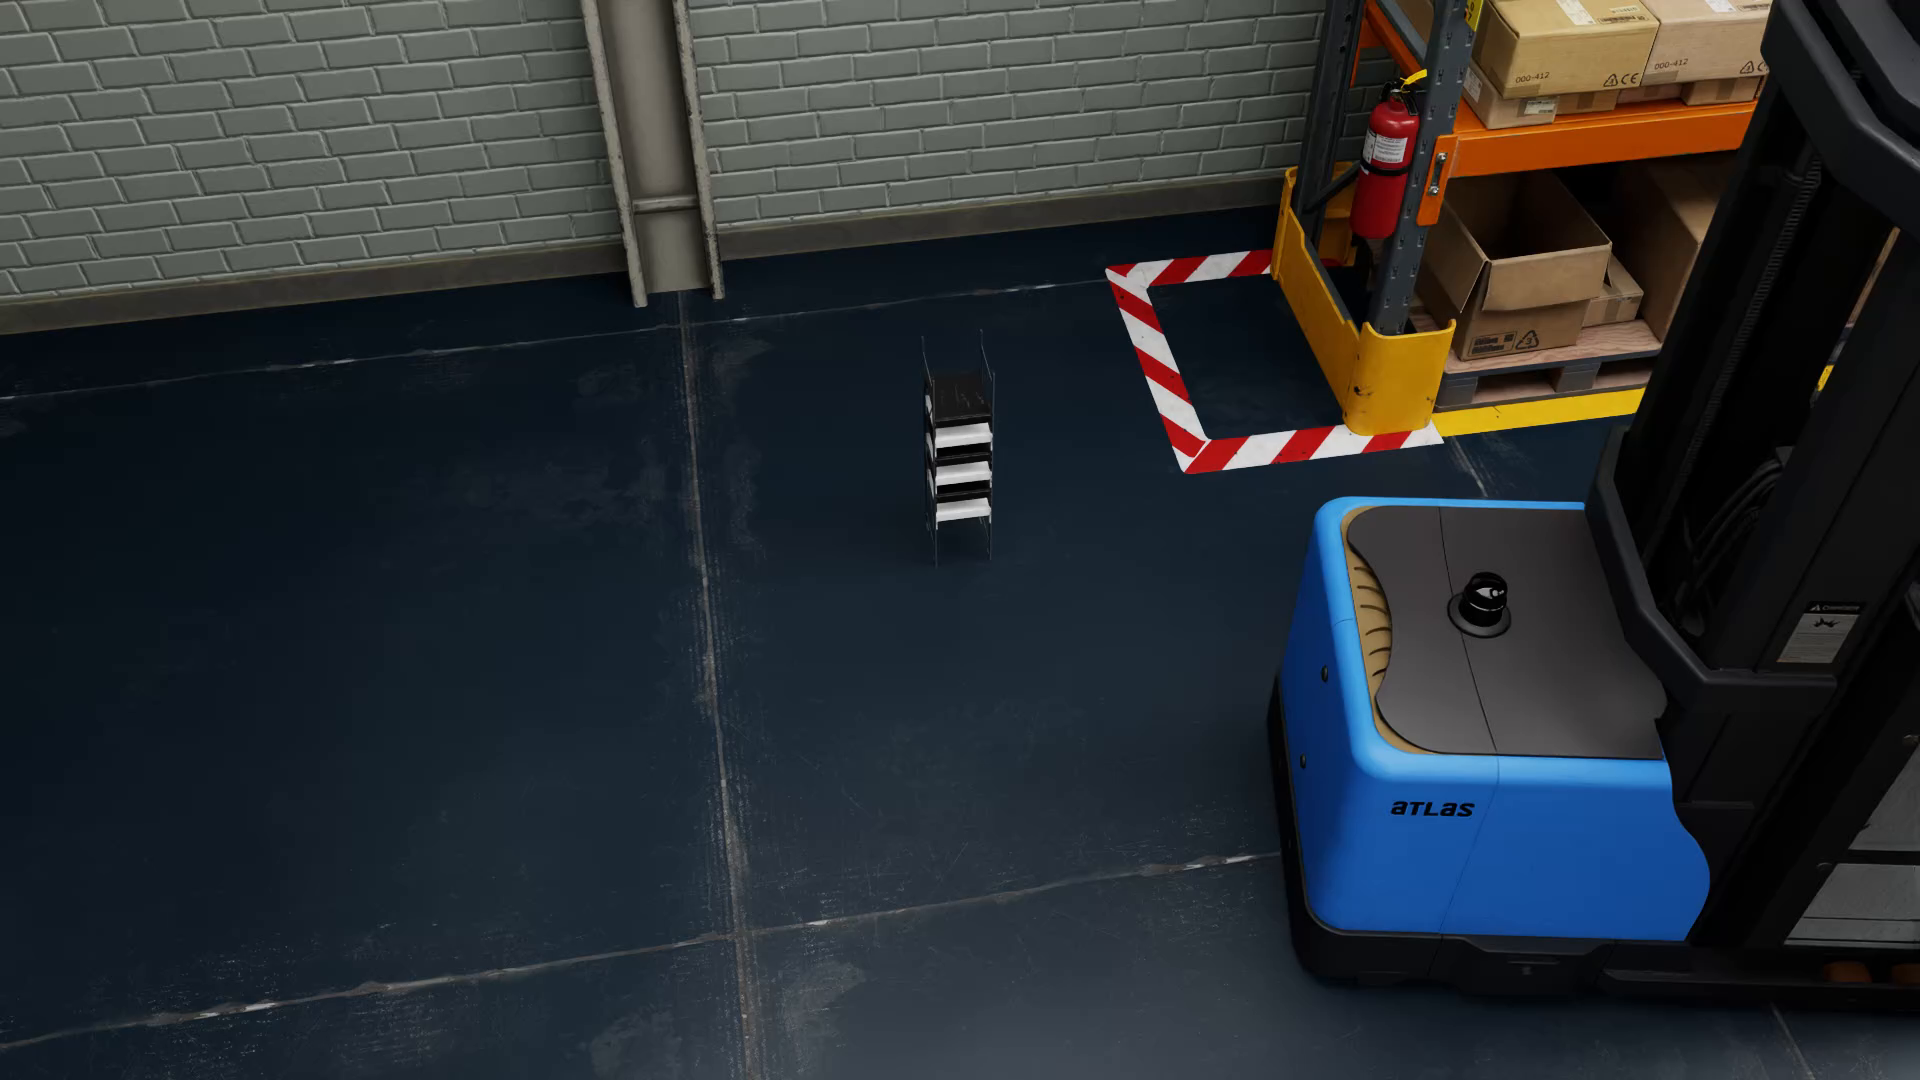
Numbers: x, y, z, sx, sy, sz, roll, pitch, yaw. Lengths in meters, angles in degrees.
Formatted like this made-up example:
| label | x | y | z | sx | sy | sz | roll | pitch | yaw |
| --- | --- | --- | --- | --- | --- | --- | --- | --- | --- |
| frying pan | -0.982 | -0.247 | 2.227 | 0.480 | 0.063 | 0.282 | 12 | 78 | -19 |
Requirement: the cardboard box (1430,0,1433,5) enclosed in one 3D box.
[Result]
| label | x | y | z | sx | sy | sz | roll | pitch | yaw |
| --- | --- | --- | --- | --- | --- | --- | --- | --- | --- |
| cardboard box | 1.971 | -2.172 | 6.157 | 0.500 | 0.250 | 0.500 | -6 | 46 | -6 |

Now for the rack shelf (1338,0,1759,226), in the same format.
| label | x | y | z | sx | sy | sz | roll | pitch | yaw |
| --- | --- | --- | --- | --- | --- | --- | --- | --- | --- |
| rack shelf | 3.534 | -1.871 | 6.470 | 4.000 | 0.370 | 1.077 | -7 | 46 | -7 |

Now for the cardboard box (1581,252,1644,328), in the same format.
| label | x | y | z | sx | sy | sz | roll | pitch | yaw |
| --- | --- | --- | --- | --- | --- | --- | --- | --- | --- |
| cardboard box | 2.607 | -1.065 | 6.881 | 0.250 | 0.149 | 0.380 | -9 | 47 | -8 |

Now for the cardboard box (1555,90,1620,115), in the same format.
| label | x | y | z | sx | sy | sz | roll | pitch | yaw |
| --- | --- | --- | --- | --- | --- | --- | --- | --- | --- |
| cardboard box | 2.177 | -1.698 | 5.978 | 0.250 | 0.149 | 0.380 | -6 | 46 | -6 |

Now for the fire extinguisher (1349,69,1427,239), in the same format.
| label | x | y | z | sx | sy | sz | roll | pitch | yaw |
| --- | --- | --- | --- | --- | --- | --- | --- | --- | --- |
| fire extinguisher | 1.497 | -1.373 | 5.803 | 0.183 | 0.674 | 0.296 | -7 | 46 | -7 |

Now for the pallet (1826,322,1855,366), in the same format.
| label | x | y | z | sx | sy | sz | roll | pitch | yaw |
| --- | --- | --- | --- | --- | --- | --- | --- | --- | --- |
| pallet | 3.623 | -1.163 | 7.224 | 1.213 | 0.211 | 1.003 | -7 | 46 | -7 |

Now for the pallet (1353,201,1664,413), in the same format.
| label | x | y | z | sx | sy | sz | roll | pitch | yaw |
| --- | --- | --- | --- | --- | --- | --- | --- | --- | --- |
| pallet | 2.424 | -1.016 | 7.082 | 1.213 | 0.211 | 1.003 | -7 | 46 | -7 |

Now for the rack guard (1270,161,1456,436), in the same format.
| label | x | y | z | sx | sy | sz | roll | pitch | yaw |
| --- | --- | --- | --- | --- | --- | --- | --- | --- | --- |
| rack guard | 1.638 | -1.018 | 6.883 | 0.348 | 0.500 | 1.175 | -7 | 46 | -7 |

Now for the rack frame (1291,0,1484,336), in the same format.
| label | x | y | z | sx | sy | sz | roll | pitch | yaw |
| --- | --- | --- | --- | --- | --- | --- | --- | --- | --- |
| rack frame | 1.563 | -1.876 | 5.974 | 0.127 | 3.000 | 1.000 | -7 | 46 | -7 |

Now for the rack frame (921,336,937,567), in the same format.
| label | x | y | z | sx | sy | sz | roll | pitch | yaw |
| --- | --- | --- | --- | --- | --- | --- | --- | --- | --- |
| rack frame | -0.108 | -0.299 | 5.913 | 0.006 | 0.900 | 0.240 | -7 | 46 | -7 |

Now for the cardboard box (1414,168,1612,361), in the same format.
| label | x | y | z | sx | sy | sz | roll | pitch | yaw |
| --- | --- | --- | --- | --- | --- | --- | --- | --- | --- |
| cardboard box | 2.182 | -1.163 | 6.729 | 0.637 | 0.503 | 0.797 | -9 | 47 | -8 |

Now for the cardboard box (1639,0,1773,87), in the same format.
| label | x | y | z | sx | sy | sz | roll | pitch | yaw |
| --- | --- | --- | --- | --- | --- | --- | --- | --- | --- |
| cardboard box | 2.553 | -1.853 | 5.850 | 0.500 | 0.250 | 0.500 | -7 | 46 | -6 |

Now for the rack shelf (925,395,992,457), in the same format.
| label | x | y | z | sx | sy | sz | roll | pitch | yaw |
| --- | --- | --- | --- | --- | --- | --- | --- | --- | --- |
| rack shelf | -0.008 | -0.413 | 5.819 | 0.200 | 0.077 | 0.258 | -7 | 46 | -7 |

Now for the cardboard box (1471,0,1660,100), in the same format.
| label | x | y | z | sx | sy | sz | roll | pitch | yaw |
| --- | --- | --- | --- | --- | --- | --- | --- | --- | --- |
| cardboard box | 2.056 | -1.791 | 5.790 | 0.500 | 0.250 | 0.500 | -7 | 46 | -7 |

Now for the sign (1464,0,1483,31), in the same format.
| label | x | y | z | sx | sy | sz | roll | pitch | yaw |
| --- | --- | --- | --- | --- | --- | --- | --- | --- | --- |
| sign | 1.656 | -1.791 | 5.291 | 0.005 | 0.325 | 0.100 | -7 | 46 | -7 |

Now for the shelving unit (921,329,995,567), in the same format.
| label | x | y | z | sx | sy | sz | roll | pitch | yaw |
| --- | --- | --- | --- | --- | --- | --- | --- | --- | --- |
| shelving unit | -0.008 | -0.311 | 5.925 | 0.210 | 0.900 | 0.258 | -7 | 46 | -7 |

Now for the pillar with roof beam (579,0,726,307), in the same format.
| label | x | y | z | sx | sy | sz | roll | pitch | yaw |
| --- | --- | --- | --- | --- | --- | --- | --- | --- | --- |
| pillar with roof beam | -0.513 | -1.211 | 1.168 | 0.400 | 9.000 | 9.100 | -7 | 46 | -7 |

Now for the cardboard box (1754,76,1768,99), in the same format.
| label | x | y | z | sx | sy | sz | roll | pitch | yaw |
| --- | --- | --- | --- | --- | --- | --- | --- | --- | --- |
| cardboard box | 2.950 | -1.779 | 6.056 | 0.250 | 0.149 | 0.380 | -6 | 46 | -6 |

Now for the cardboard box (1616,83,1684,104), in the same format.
| label | x | y | z | sx | sy | sz | roll | pitch | yaw |
| --- | --- | --- | --- | --- | --- | --- | --- | --- | --- |
| cardboard box | 2.430 | -1.755 | 6.032 | 0.250 | 0.149 | 0.380 | -8 | 47 | -7 |

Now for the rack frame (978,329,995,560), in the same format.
| label | x | y | z | sx | sy | sz | roll | pitch | yaw |
| --- | --- | --- | --- | --- | --- | --- | --- | --- | --- |
| rack frame | 0.092 | -0.324 | 5.937 | 0.006 | 0.900 | 0.240 | -7 | 46 | -7 |

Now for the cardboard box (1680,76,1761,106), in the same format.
| label | x | y | z | sx | sy | sz | roll | pitch | yaw |
| --- | --- | --- | --- | --- | --- | --- | --- | --- | --- |
| cardboard box | 2.689 | -1.743 | 6.020 | 0.250 | 0.149 | 0.380 | -6 | 46 | -6 |

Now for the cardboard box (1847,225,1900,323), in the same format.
| label | x | y | z | sx | sy | sz | roll | pitch | yaw |
| --- | --- | --- | --- | --- | --- | --- | --- | --- | --- |
| cardboard box | 3.569 | -1.233 | 6.799 | 0.500 | 0.500 | 0.500 | -6 | 46 | -6 |

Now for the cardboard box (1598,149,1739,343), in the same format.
| label | x | y | z | sx | sy | sz | roll | pitch | yaw |
| --- | --- | --- | --- | --- | --- | --- | --- | --- | --- |
| cardboard box | 3.031 | -1.239 | 6.805 | 0.500 | 0.500 | 0.700 | -5 | 46 | -5 |

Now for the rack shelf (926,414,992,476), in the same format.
| label | x | y | z | sx | sy | sz | roll | pitch | yaw |
| --- | --- | --- | --- | --- | --- | --- | --- | --- | --- |
| rack shelf | -0.008 | -0.351 | 5.884 | 0.200 | 0.077 | 0.258 | -7 | 46 | -7 |

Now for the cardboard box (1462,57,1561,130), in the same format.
| label | x | y | z | sx | sy | sz | roll | pitch | yaw |
| --- | --- | --- | --- | --- | --- | --- | --- | --- | --- |
| cardboard box | 1.934 | -1.634 | 5.916 | 0.250 | 0.149 | 0.380 | -7 | 47 | -7 |

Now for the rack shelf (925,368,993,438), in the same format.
| label | x | y | z | sx | sy | sz | roll | pitch | yaw |
| --- | --- | --- | --- | --- | --- | --- | --- | --- | --- |
| rack shelf | -0.008 | -0.475 | 5.755 | 0.200 | 0.077 | 0.258 | -7 | 46 | -7 |

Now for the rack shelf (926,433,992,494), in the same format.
| label | x | y | z | sx | sy | sz | roll | pitch | yaw |
| --- | --- | --- | --- | --- | --- | --- | --- | --- | --- |
| rack shelf | -0.008 | -0.288 | 5.949 | 0.200 | 0.077 | 0.258 | -7 | 46 | -7 |

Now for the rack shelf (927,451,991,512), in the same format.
| label | x | y | z | sx | sy | sz | roll | pitch | yaw |
| --- | --- | --- | --- | --- | --- | --- | --- | --- | --- |
| rack shelf | -0.008 | -0.226 | 6.014 | 0.200 | 0.077 | 0.258 | -7 | 46 | -7 |

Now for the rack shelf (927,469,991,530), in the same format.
| label | x | y | z | sx | sy | sz | roll | pitch | yaw |
| --- | --- | --- | --- | --- | --- | --- | --- | --- | --- |
| rack shelf | -0.008 | -0.163 | 6.079 | 0.200 | 0.077 | 0.258 | -7 | 46 | -7 |

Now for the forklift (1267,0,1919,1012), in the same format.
| label | x | y | z | sx | sy | sz | roll | pitch | yaw |
| --- | --- | --- | --- | --- | --- | --- | --- | --- | --- |
| forklift | 2.526 | -0.018 | 4.232 | 3.031 | 2.935 | 1.130 | 1 | 46 | 1 |

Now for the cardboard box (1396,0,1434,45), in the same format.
| label | x | y | z | sx | sy | sz | roll | pitch | yaw |
| --- | --- | --- | --- | --- | --- | --- | --- | --- | --- |
| cardboard box | 1.844 | -2.020 | 6.287 | 0.250 | 0.149 | 0.380 | -8 | 47 | -7 |
